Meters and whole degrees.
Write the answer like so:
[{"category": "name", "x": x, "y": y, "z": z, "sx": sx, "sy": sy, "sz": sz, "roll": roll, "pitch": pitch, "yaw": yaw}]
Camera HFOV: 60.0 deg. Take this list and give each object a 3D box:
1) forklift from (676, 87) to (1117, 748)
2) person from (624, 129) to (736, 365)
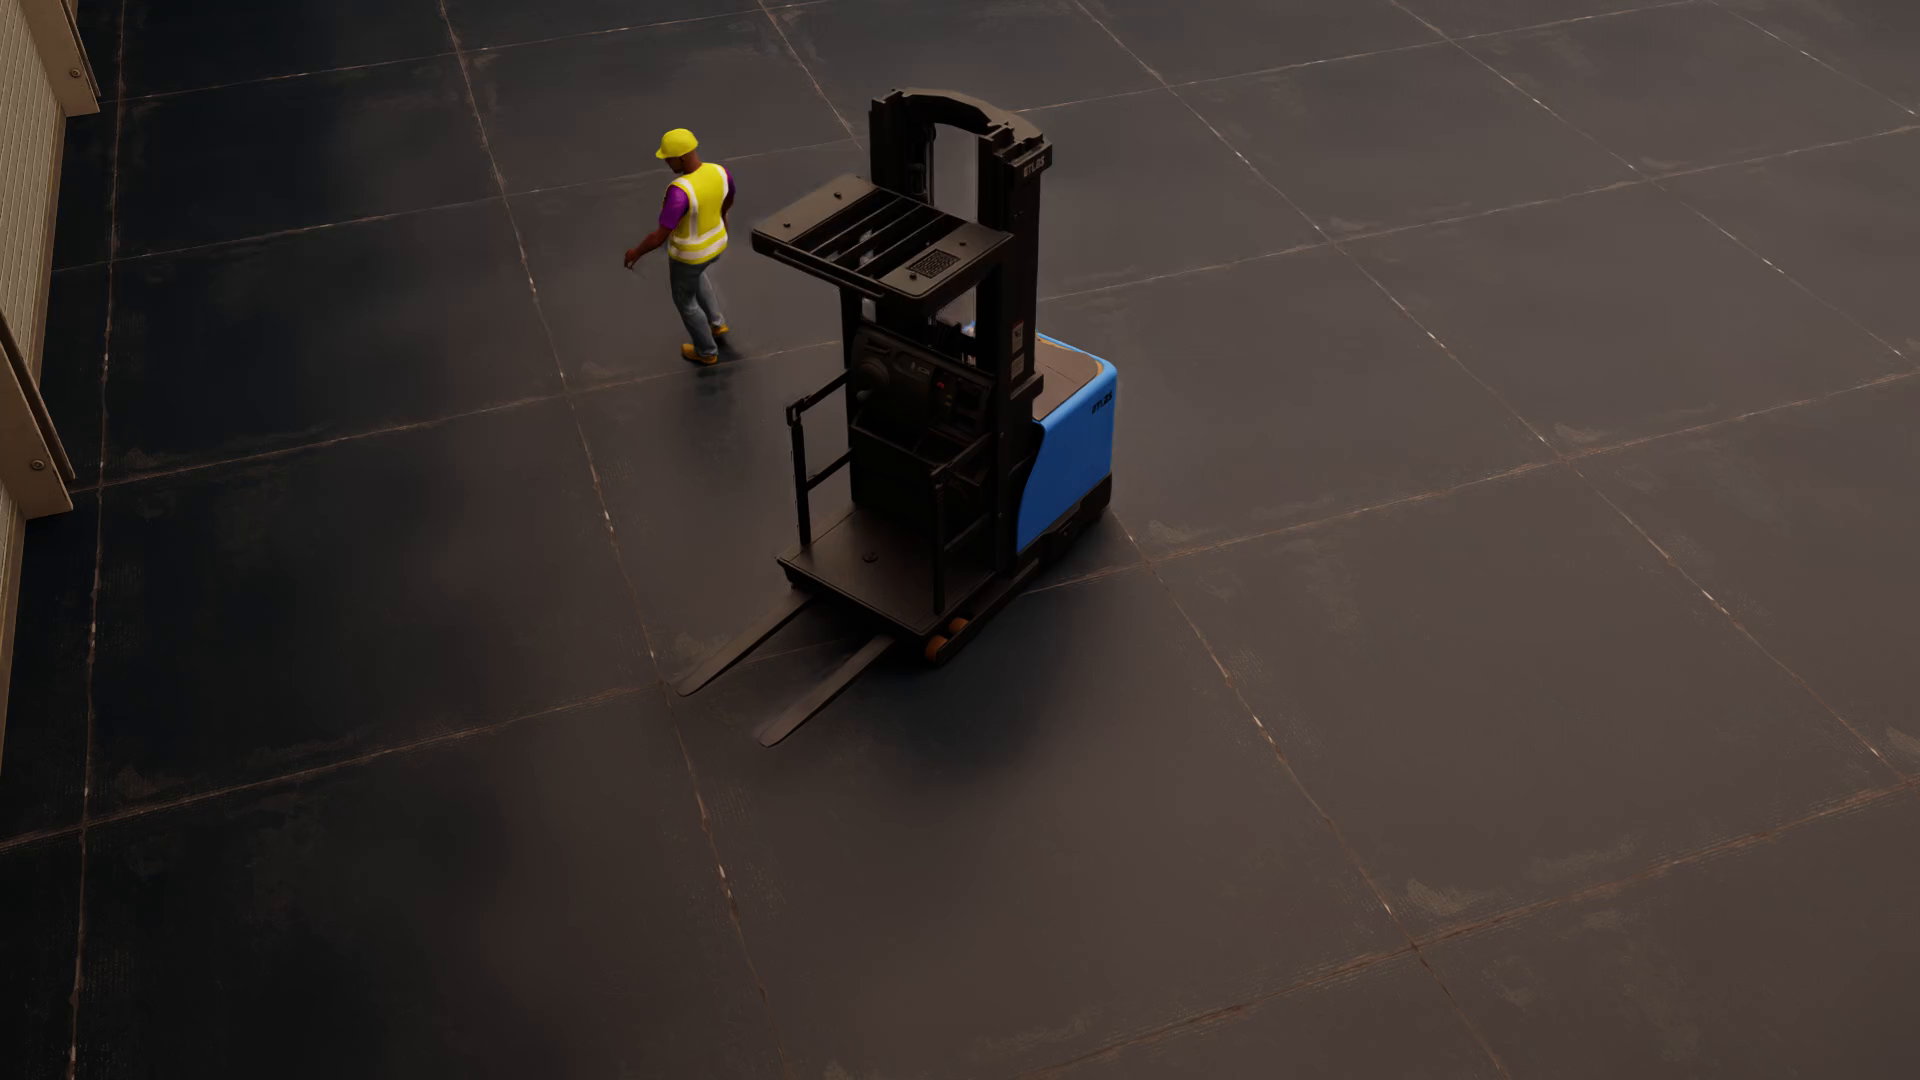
[{"category": "forklift", "x": -0.347, "y": -0.775, "z": 8.920, "sx": 1.130, "sy": 2.935, "sz": 3.031, "roll": 26, "pitch": 47, "yaw": 28}, {"category": "person", "x": -1.848, "y": -1.979, "z": 11.305, "sx": 0.501, "sy": 1.775, "sz": 0.918, "roll": 26, "pitch": 46, "yaw": 27}]
